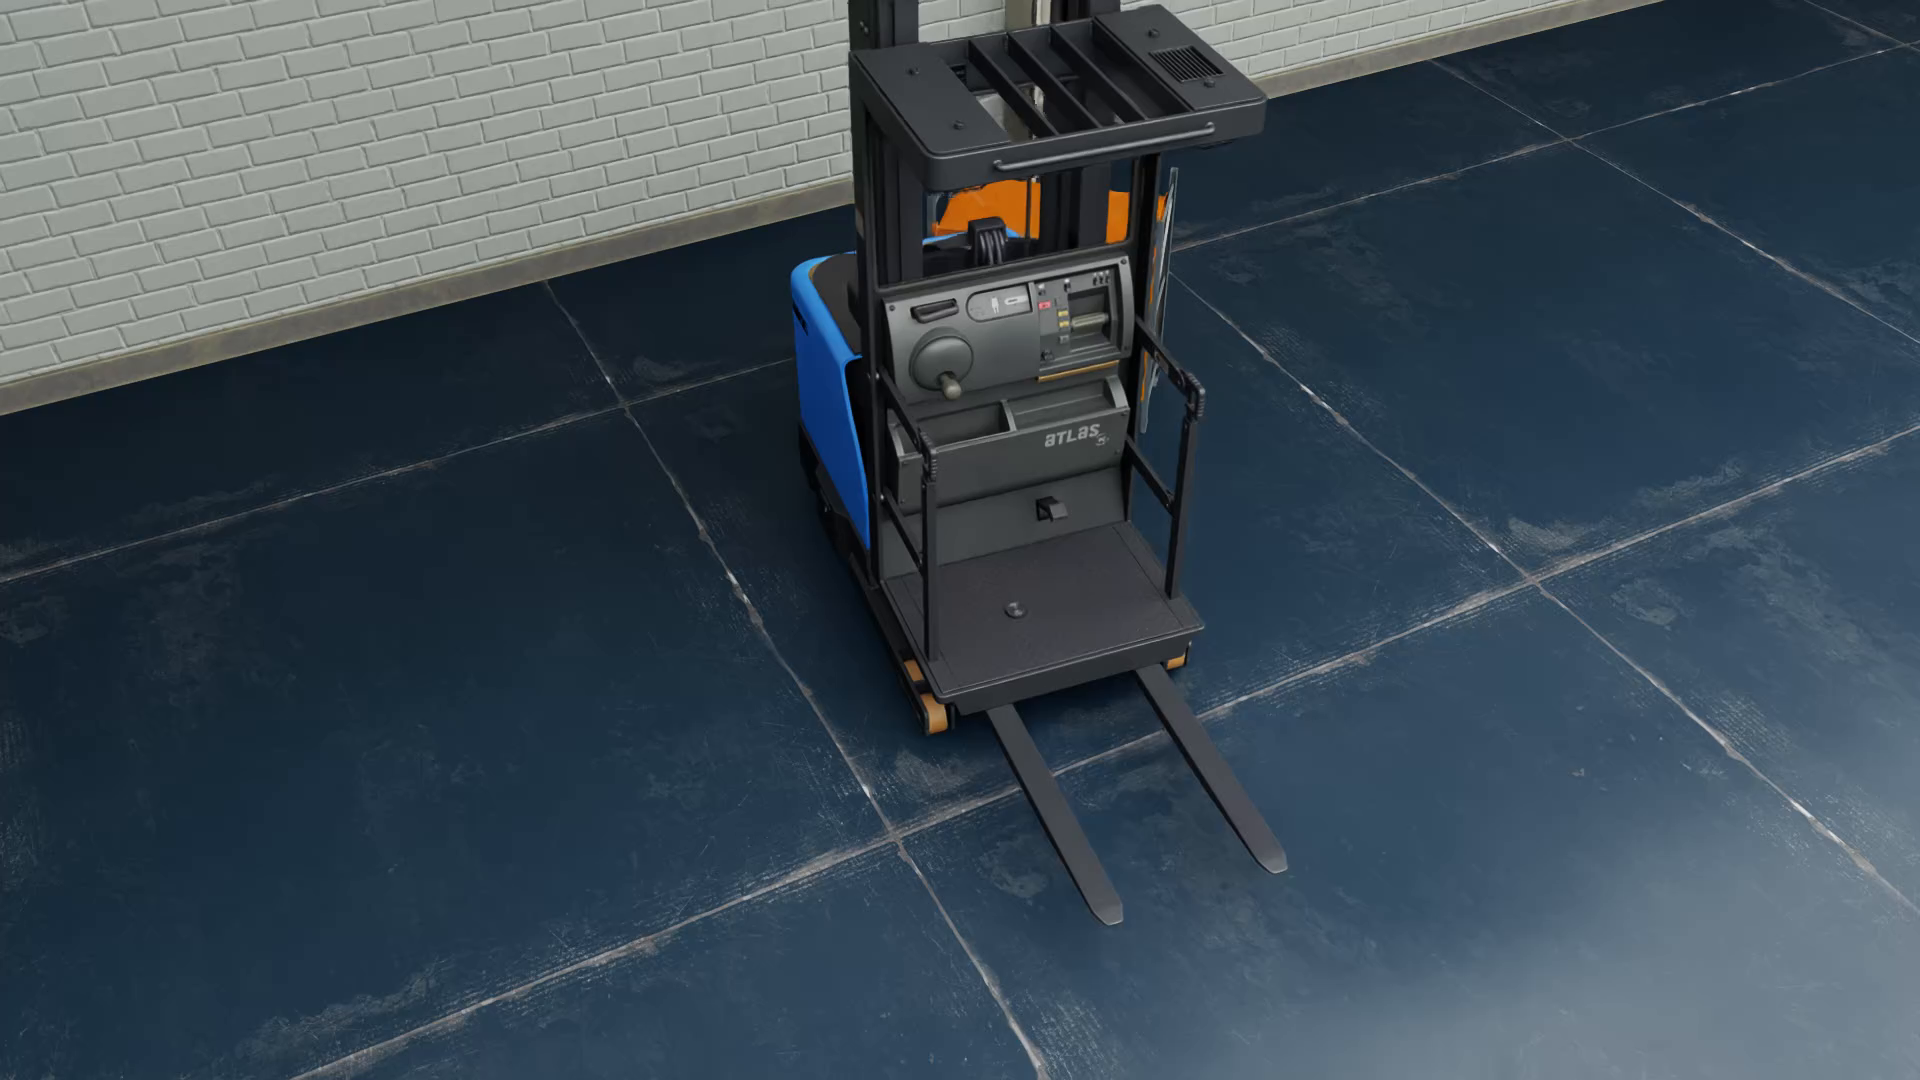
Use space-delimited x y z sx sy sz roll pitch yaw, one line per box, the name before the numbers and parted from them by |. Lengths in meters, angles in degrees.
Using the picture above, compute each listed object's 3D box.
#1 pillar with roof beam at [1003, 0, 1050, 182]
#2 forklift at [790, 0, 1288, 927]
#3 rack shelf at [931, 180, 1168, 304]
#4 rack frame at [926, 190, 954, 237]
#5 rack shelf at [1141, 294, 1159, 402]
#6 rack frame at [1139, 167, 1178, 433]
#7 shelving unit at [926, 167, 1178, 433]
pillar with roof beam | 2.487 -3.189 4.052 0.400 9.000 9.100 -19 44 -21
forklift | 0.263 -0.682 5.787 1.130 2.935 3.031 -14 42 -15
rack shelf | 0.418 -1.388 7.566 1.000 0.278 0.538 8 41 10
rack frame | -0.078 -1.237 7.841 0.032 1.125 0.500 8 41 10
rack shelf | 0.418 -0.978 7.913 1.000 0.278 0.538 8 41 10
rack frame | 0.913 -1.092 7.670 0.032 1.125 0.500 8 41 10
shelving unit | 0.418 -1.165 7.755 1.048 1.125 0.538 8 41 10
